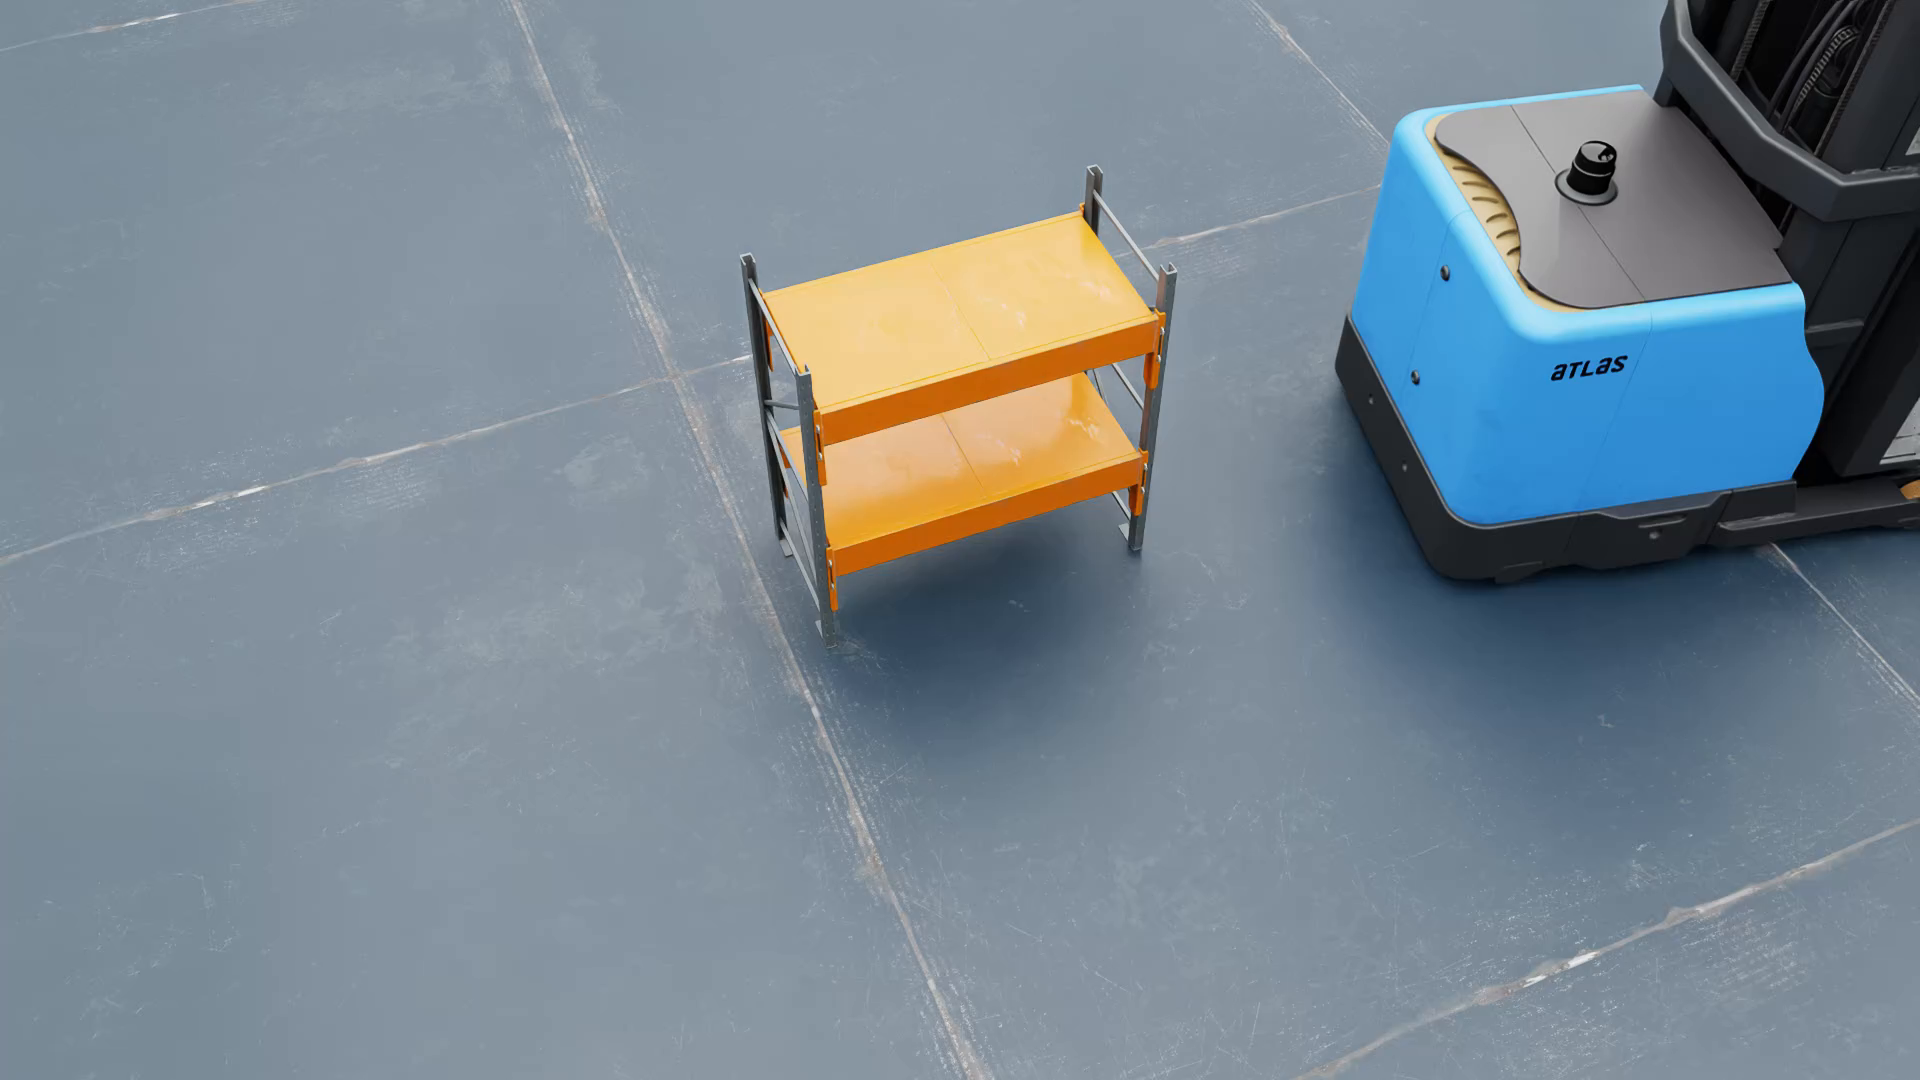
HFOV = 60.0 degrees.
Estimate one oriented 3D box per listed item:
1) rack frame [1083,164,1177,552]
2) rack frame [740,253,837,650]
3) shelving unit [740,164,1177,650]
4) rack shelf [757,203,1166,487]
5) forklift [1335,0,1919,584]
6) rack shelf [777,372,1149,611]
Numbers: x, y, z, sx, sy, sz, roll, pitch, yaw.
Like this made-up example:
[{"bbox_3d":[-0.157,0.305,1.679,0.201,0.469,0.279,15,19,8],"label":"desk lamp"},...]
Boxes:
[{"bbox_3d":[0.464,-0.510,4.947,0.032,1.125,0.500,-17,52,-14],"label":"rack frame"},{"bbox_3d":[-0.477,-0.219,4.696,0.032,1.125,0.500,-17,52,-14],"label":"rack frame"},{"bbox_3d":[-0.006,-0.365,4.822,1.048,1.125,0.538,-17,52,-14],"label":"shelving unit"},{"bbox_3d":[-0.006,-0.555,4.600,1.000,0.278,0.538,-17,52,-14],"label":"rack shelf"},{"bbox_3d":[2.843,-1.379,4.502,3.031,2.935,1.130,-8,50,-7],"label":"forklift"},{"bbox_3d":[-0.006,-0.205,5.007,1.000,0.278,0.538,-17,52,-14],"label":"rack shelf"}]
